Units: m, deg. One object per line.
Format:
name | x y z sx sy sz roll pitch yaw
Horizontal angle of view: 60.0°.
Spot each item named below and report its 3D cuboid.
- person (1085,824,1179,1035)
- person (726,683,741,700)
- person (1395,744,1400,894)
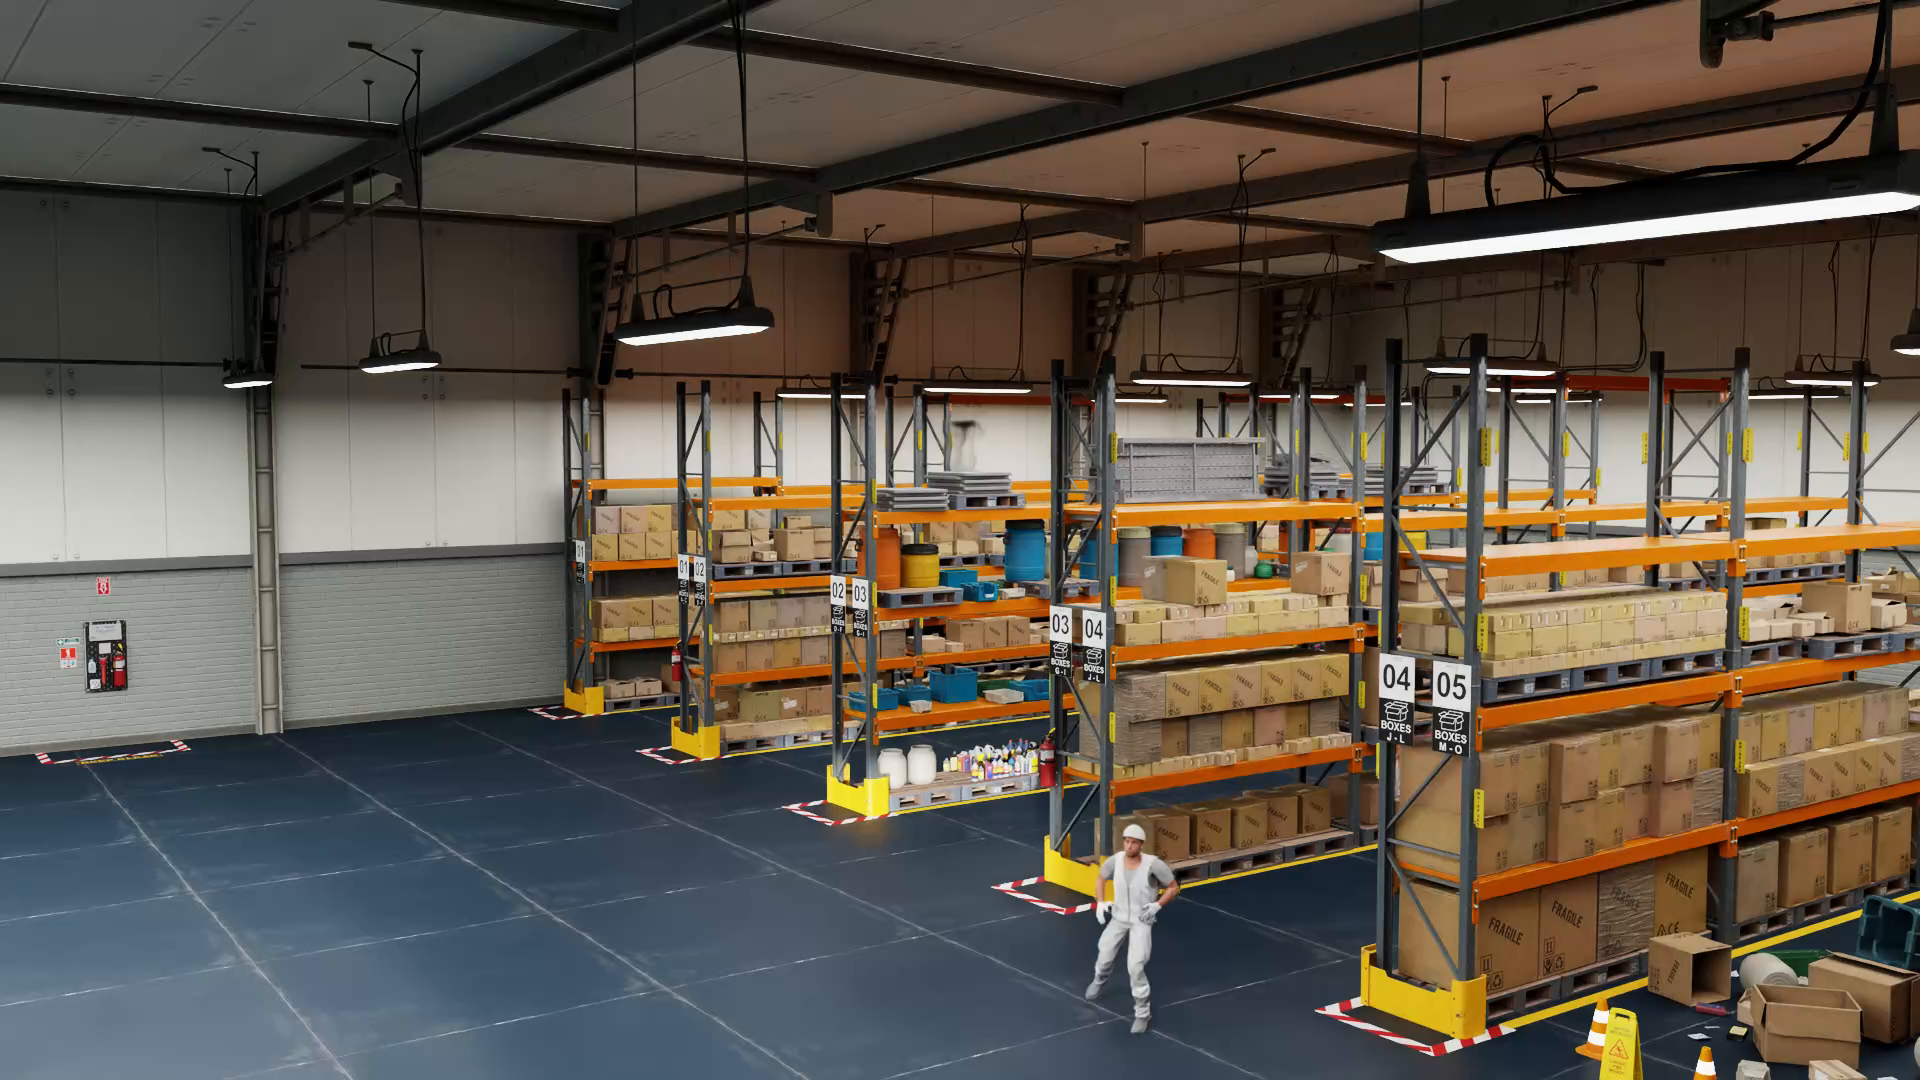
person | 1.476 3.365 14.647 0.885 1.778 0.732 1 4 22
person | -4.049 2.376 29.715 0.700 1.772 0.962 3 5 42
person | 5.157 3.081 18.878 0.653 1.793 0.990 3 5 40
